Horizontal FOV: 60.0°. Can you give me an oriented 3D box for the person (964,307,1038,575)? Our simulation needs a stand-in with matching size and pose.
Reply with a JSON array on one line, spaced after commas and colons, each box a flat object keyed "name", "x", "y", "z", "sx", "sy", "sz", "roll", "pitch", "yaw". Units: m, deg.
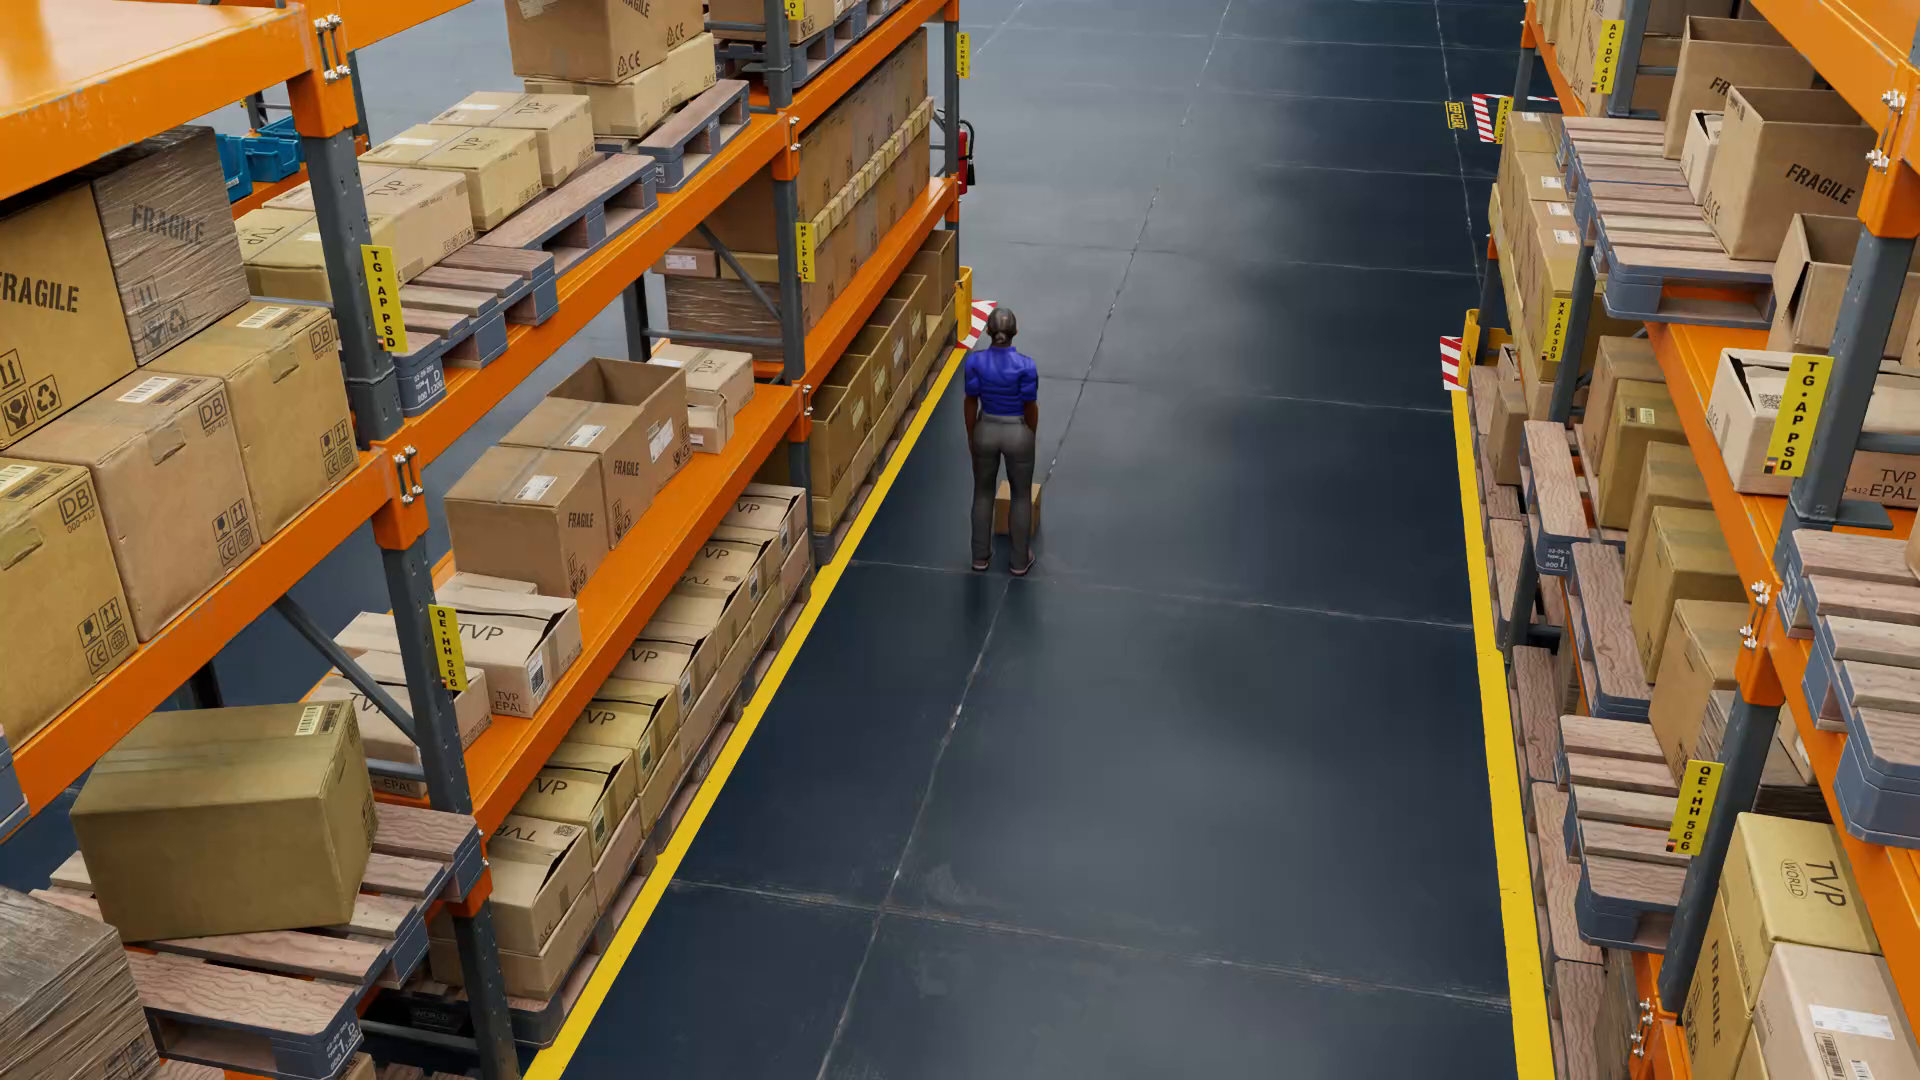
[{"name": "person", "x": 0.240, "y": -0.582, "z": 9.670, "sx": 0.436, "sy": 1.657, "sz": 0.316, "roll": 7, "pitch": 30, "yaw": 12}]
